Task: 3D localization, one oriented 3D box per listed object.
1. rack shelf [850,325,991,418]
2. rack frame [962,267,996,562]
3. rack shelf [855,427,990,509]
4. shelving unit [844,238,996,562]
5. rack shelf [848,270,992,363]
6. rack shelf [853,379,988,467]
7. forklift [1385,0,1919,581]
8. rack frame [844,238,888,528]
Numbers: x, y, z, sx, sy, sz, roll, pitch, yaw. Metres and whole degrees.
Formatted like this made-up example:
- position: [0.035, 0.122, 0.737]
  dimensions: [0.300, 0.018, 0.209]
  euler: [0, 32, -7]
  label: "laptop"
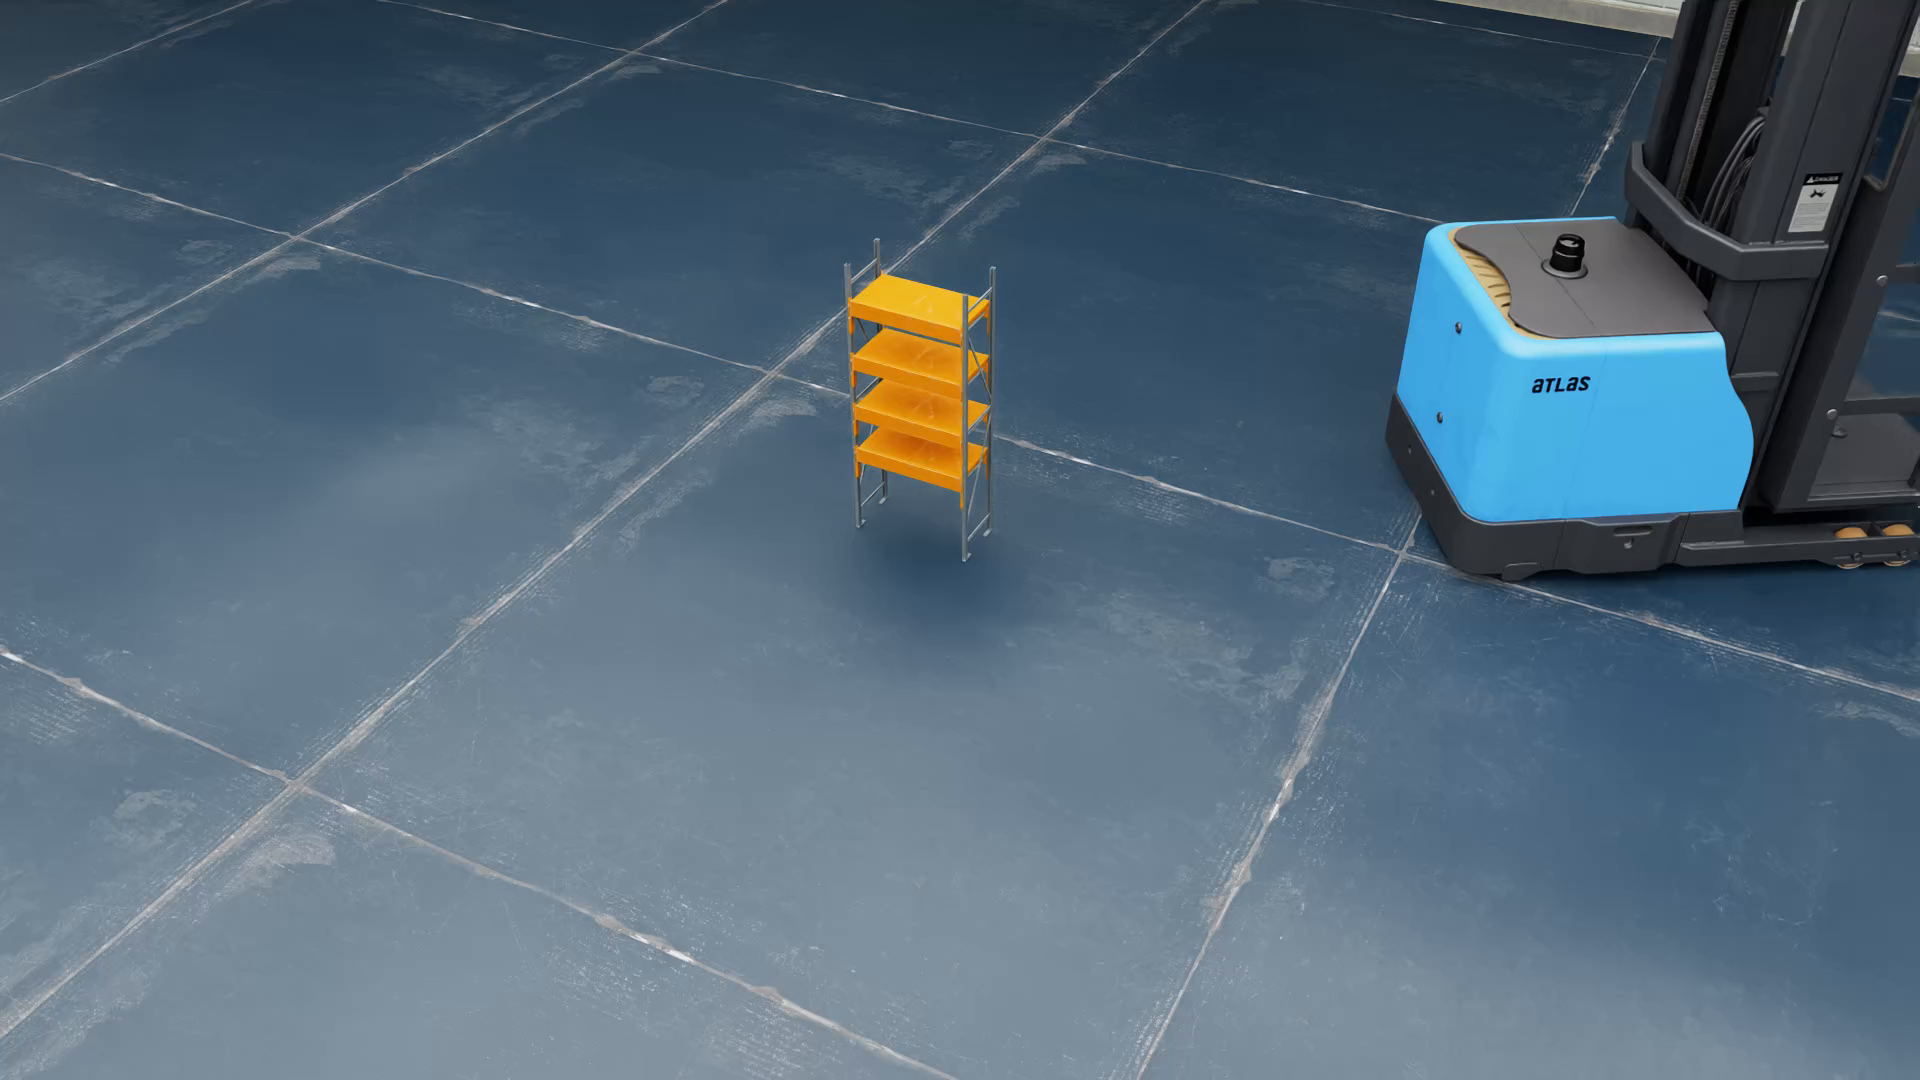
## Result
- position: [-0.147, -0.649, 6.353]
  dimensions: [0.480, 0.148, 0.258]
  euler: [17, 41, 21]
  label: "rack shelf"
- position: [0.070, -0.456, 6.358]
  dimensions: [0.015, 1.200, 0.240]
  euler: [17, 41, 21]
  label: "rack frame"
- position: [-0.147, -0.312, 6.609]
  dimensions: [0.480, 0.148, 0.258]
  euler: [17, 41, 21]
  label: "rack shelf"
- position: [-0.147, -0.524, 6.448]
  dimensions: [0.503, 1.200, 0.258]
  euler: [17, 41, 21]
  label: "shelving unit"
- position: [-0.147, -0.837, 6.210]
  dimensions: [0.480, 0.148, 0.258]
  euler: [17, 41, 21]
  label: "rack shelf"
- position: [-0.147, -0.470, 6.489]
  dimensions: [0.480, 0.148, 0.258]
  euler: [17, 41, 21]
  label: "rack shelf"
- position: [3.389, -1.370, 6.131]
  dimensions: [3.031, 2.935, 1.130]
  euler: [-3, 37, -4]
  label: "forklift"
- position: [-0.364, -0.592, 6.537]
  dimensions: [0.015, 1.200, 0.240]
  euler: [17, 41, 21]
  label: "rack frame"
